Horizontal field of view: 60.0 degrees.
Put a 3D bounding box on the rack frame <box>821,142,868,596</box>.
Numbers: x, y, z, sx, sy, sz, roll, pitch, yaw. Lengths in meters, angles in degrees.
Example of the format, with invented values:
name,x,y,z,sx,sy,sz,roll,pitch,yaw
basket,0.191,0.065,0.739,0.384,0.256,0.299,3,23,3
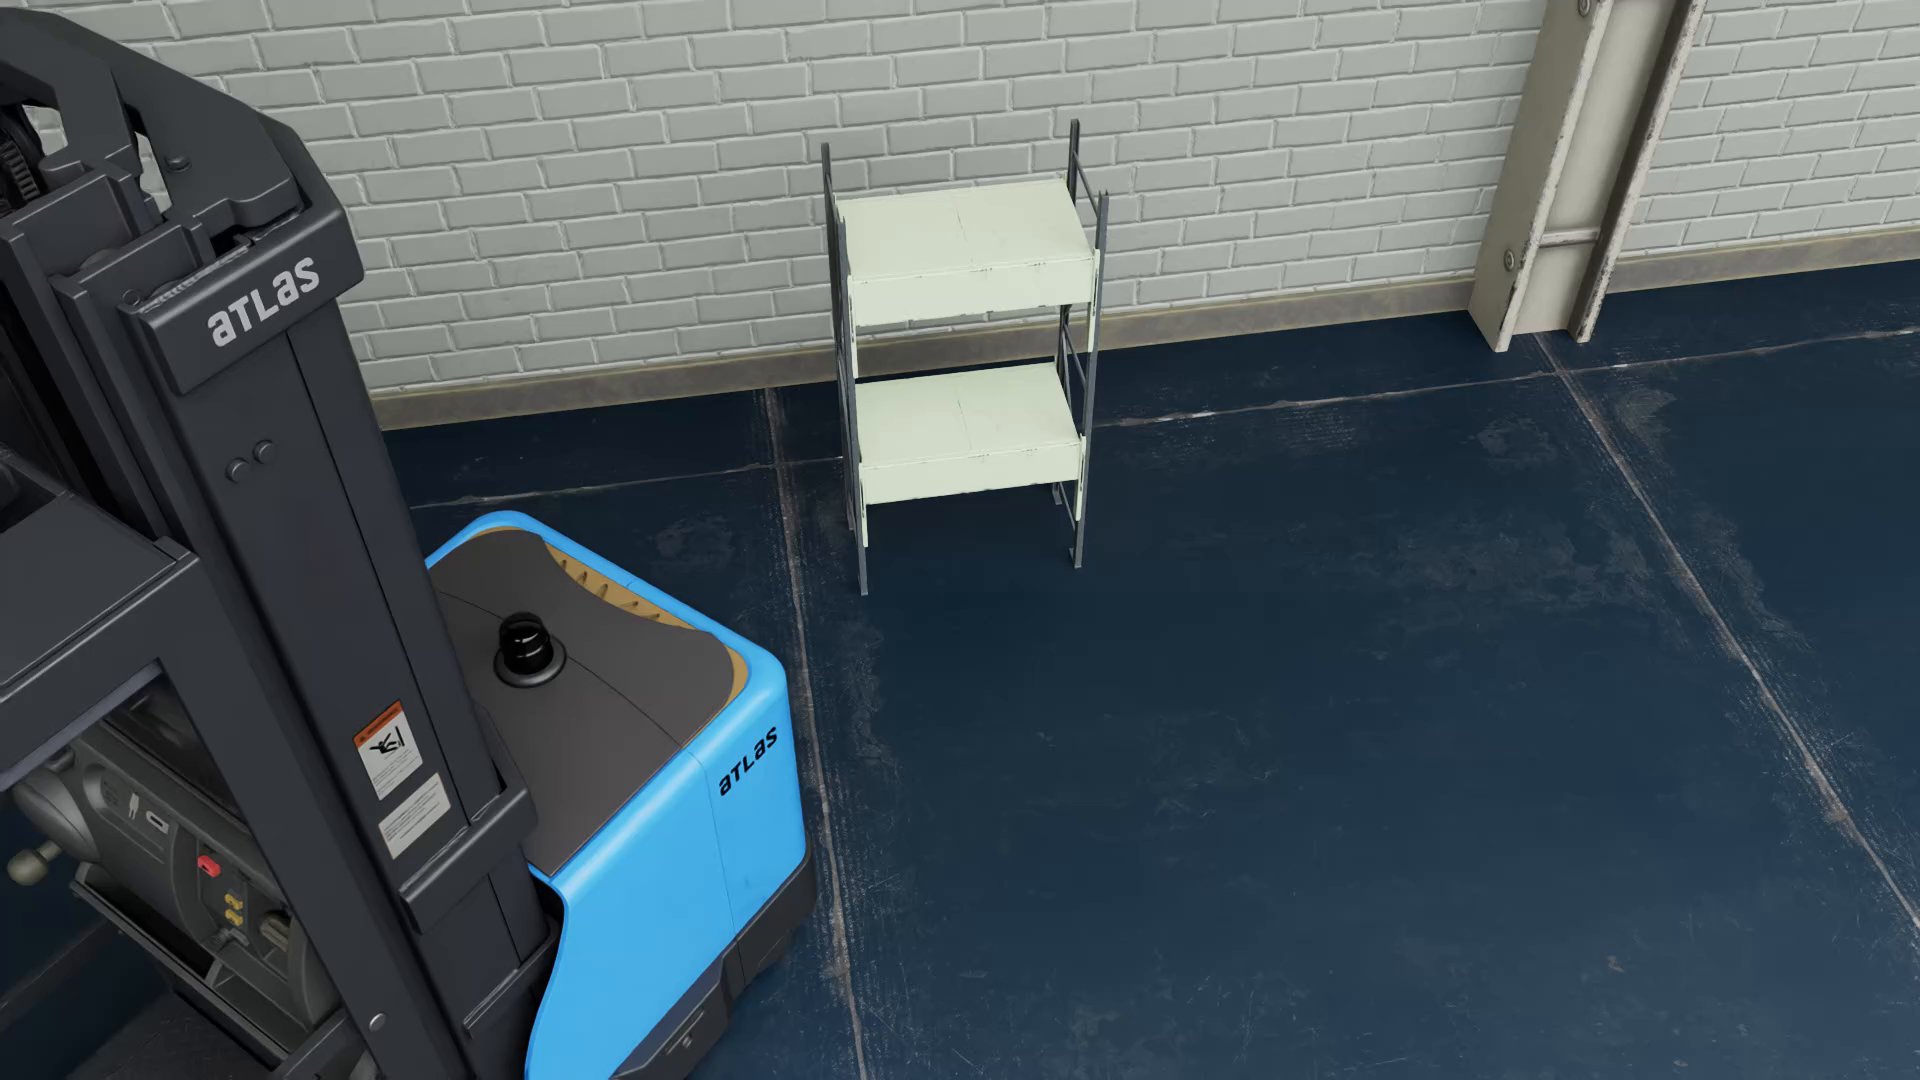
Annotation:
name,x,y,z,sx,sy,sz,roll,pitch,yaw
rack frame,-0.354,-0.476,5.167,0.023,1.500,0.400,-7,46,-7

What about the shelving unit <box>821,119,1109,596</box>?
name,x,y,z,sx,sy,sz,roll,pitch,yaw
shelving unit,0.007,-0.521,5.211,0.755,1.500,0.431,-7,46,-7

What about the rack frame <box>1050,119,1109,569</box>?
name,x,y,z,sx,sy,sz,roll,pitch,yaw
rack frame,0.367,-0.566,5.254,0.023,1.500,0.400,-7,46,-7

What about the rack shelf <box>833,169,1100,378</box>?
name,x,y,z,sx,sy,sz,roll,pitch,yaw
rack shelf,0.007,-0.792,4.930,0.720,0.370,0.431,-7,46,-7

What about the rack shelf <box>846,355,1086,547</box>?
name,x,y,z,sx,sy,sz,roll,pitch,yaw
rack shelf,0.007,-0.295,5.445,0.720,0.370,0.431,-7,46,-7

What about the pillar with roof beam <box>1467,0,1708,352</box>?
name,x,y,z,sx,sy,sz,roll,pitch,yaw
pillar with roof beam,2.976,-0.930,0.397,0.400,9.000,9.100,-7,46,-7

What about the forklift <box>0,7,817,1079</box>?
name,x,y,z,sx,sy,sz,roll,pitch,yaw
forklift,-1.657,0.694,3.046,1.130,2.935,3.031,27,52,23
